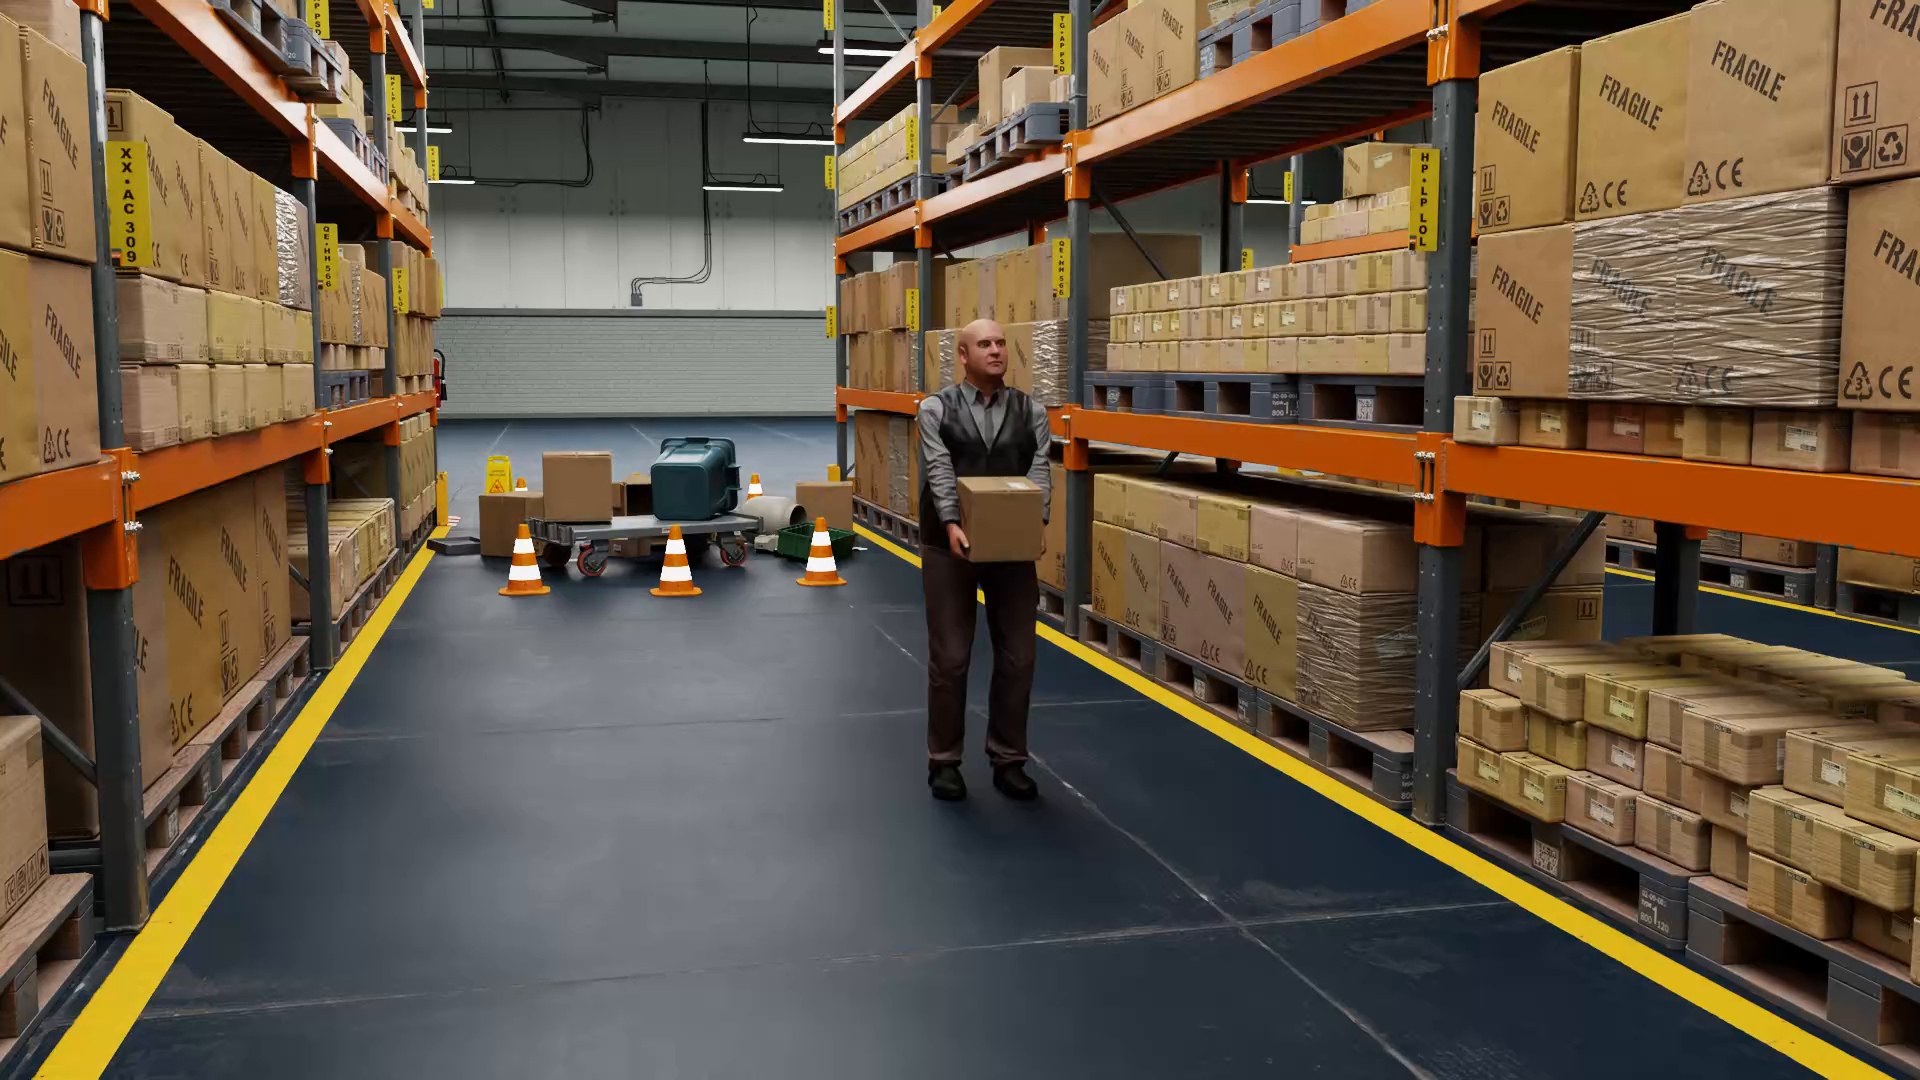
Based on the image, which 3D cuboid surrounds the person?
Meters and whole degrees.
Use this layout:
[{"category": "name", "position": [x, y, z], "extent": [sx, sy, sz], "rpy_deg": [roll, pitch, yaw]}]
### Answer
[{"category": "person", "position": [0.112, 0.068, 5.963], "extent": [0.494, 1.713, 0.556], "rpy_deg": [-1, 6, -13]}]
